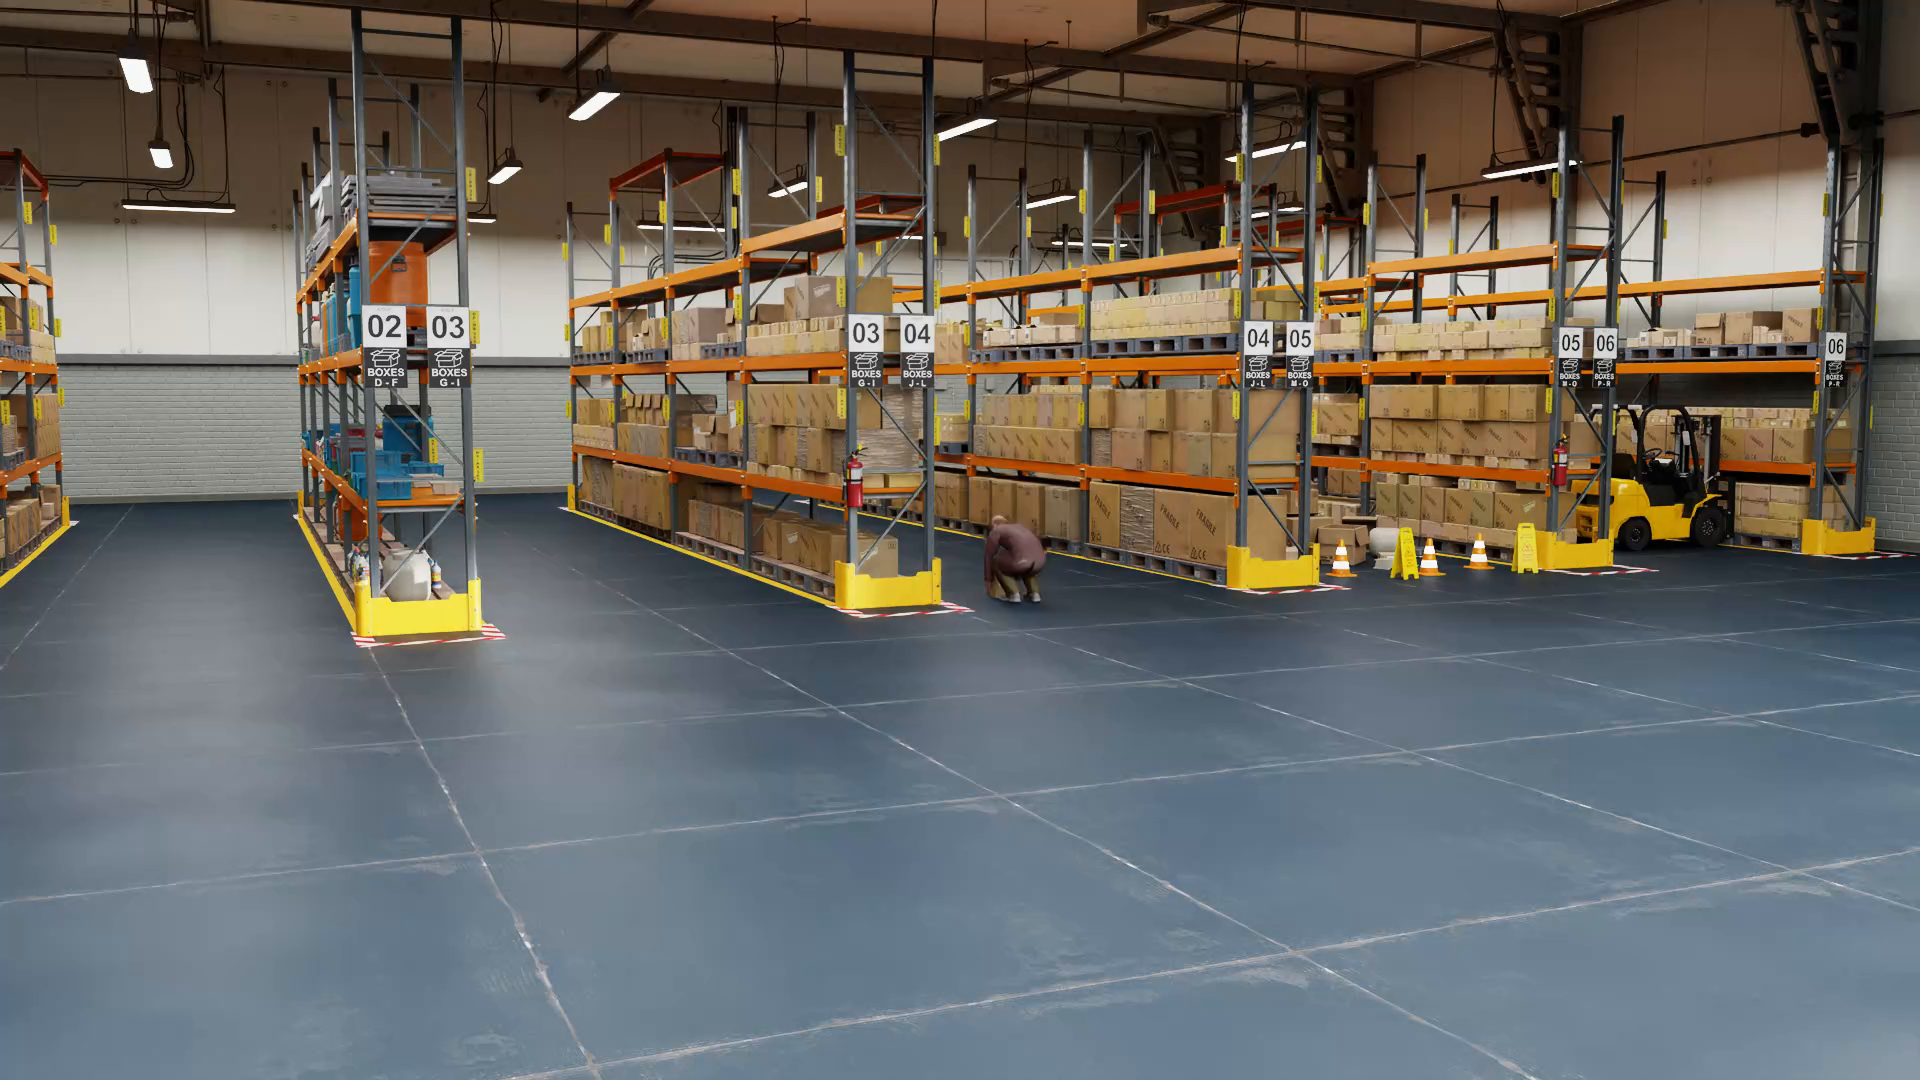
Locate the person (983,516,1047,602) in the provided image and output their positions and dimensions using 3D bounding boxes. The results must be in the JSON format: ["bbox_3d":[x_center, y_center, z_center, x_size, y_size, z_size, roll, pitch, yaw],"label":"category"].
[{"bbox_3d":[0.620,0.217,18.911,0.609,0.940,0.909,-2,6,-24],"label":"person"}]
